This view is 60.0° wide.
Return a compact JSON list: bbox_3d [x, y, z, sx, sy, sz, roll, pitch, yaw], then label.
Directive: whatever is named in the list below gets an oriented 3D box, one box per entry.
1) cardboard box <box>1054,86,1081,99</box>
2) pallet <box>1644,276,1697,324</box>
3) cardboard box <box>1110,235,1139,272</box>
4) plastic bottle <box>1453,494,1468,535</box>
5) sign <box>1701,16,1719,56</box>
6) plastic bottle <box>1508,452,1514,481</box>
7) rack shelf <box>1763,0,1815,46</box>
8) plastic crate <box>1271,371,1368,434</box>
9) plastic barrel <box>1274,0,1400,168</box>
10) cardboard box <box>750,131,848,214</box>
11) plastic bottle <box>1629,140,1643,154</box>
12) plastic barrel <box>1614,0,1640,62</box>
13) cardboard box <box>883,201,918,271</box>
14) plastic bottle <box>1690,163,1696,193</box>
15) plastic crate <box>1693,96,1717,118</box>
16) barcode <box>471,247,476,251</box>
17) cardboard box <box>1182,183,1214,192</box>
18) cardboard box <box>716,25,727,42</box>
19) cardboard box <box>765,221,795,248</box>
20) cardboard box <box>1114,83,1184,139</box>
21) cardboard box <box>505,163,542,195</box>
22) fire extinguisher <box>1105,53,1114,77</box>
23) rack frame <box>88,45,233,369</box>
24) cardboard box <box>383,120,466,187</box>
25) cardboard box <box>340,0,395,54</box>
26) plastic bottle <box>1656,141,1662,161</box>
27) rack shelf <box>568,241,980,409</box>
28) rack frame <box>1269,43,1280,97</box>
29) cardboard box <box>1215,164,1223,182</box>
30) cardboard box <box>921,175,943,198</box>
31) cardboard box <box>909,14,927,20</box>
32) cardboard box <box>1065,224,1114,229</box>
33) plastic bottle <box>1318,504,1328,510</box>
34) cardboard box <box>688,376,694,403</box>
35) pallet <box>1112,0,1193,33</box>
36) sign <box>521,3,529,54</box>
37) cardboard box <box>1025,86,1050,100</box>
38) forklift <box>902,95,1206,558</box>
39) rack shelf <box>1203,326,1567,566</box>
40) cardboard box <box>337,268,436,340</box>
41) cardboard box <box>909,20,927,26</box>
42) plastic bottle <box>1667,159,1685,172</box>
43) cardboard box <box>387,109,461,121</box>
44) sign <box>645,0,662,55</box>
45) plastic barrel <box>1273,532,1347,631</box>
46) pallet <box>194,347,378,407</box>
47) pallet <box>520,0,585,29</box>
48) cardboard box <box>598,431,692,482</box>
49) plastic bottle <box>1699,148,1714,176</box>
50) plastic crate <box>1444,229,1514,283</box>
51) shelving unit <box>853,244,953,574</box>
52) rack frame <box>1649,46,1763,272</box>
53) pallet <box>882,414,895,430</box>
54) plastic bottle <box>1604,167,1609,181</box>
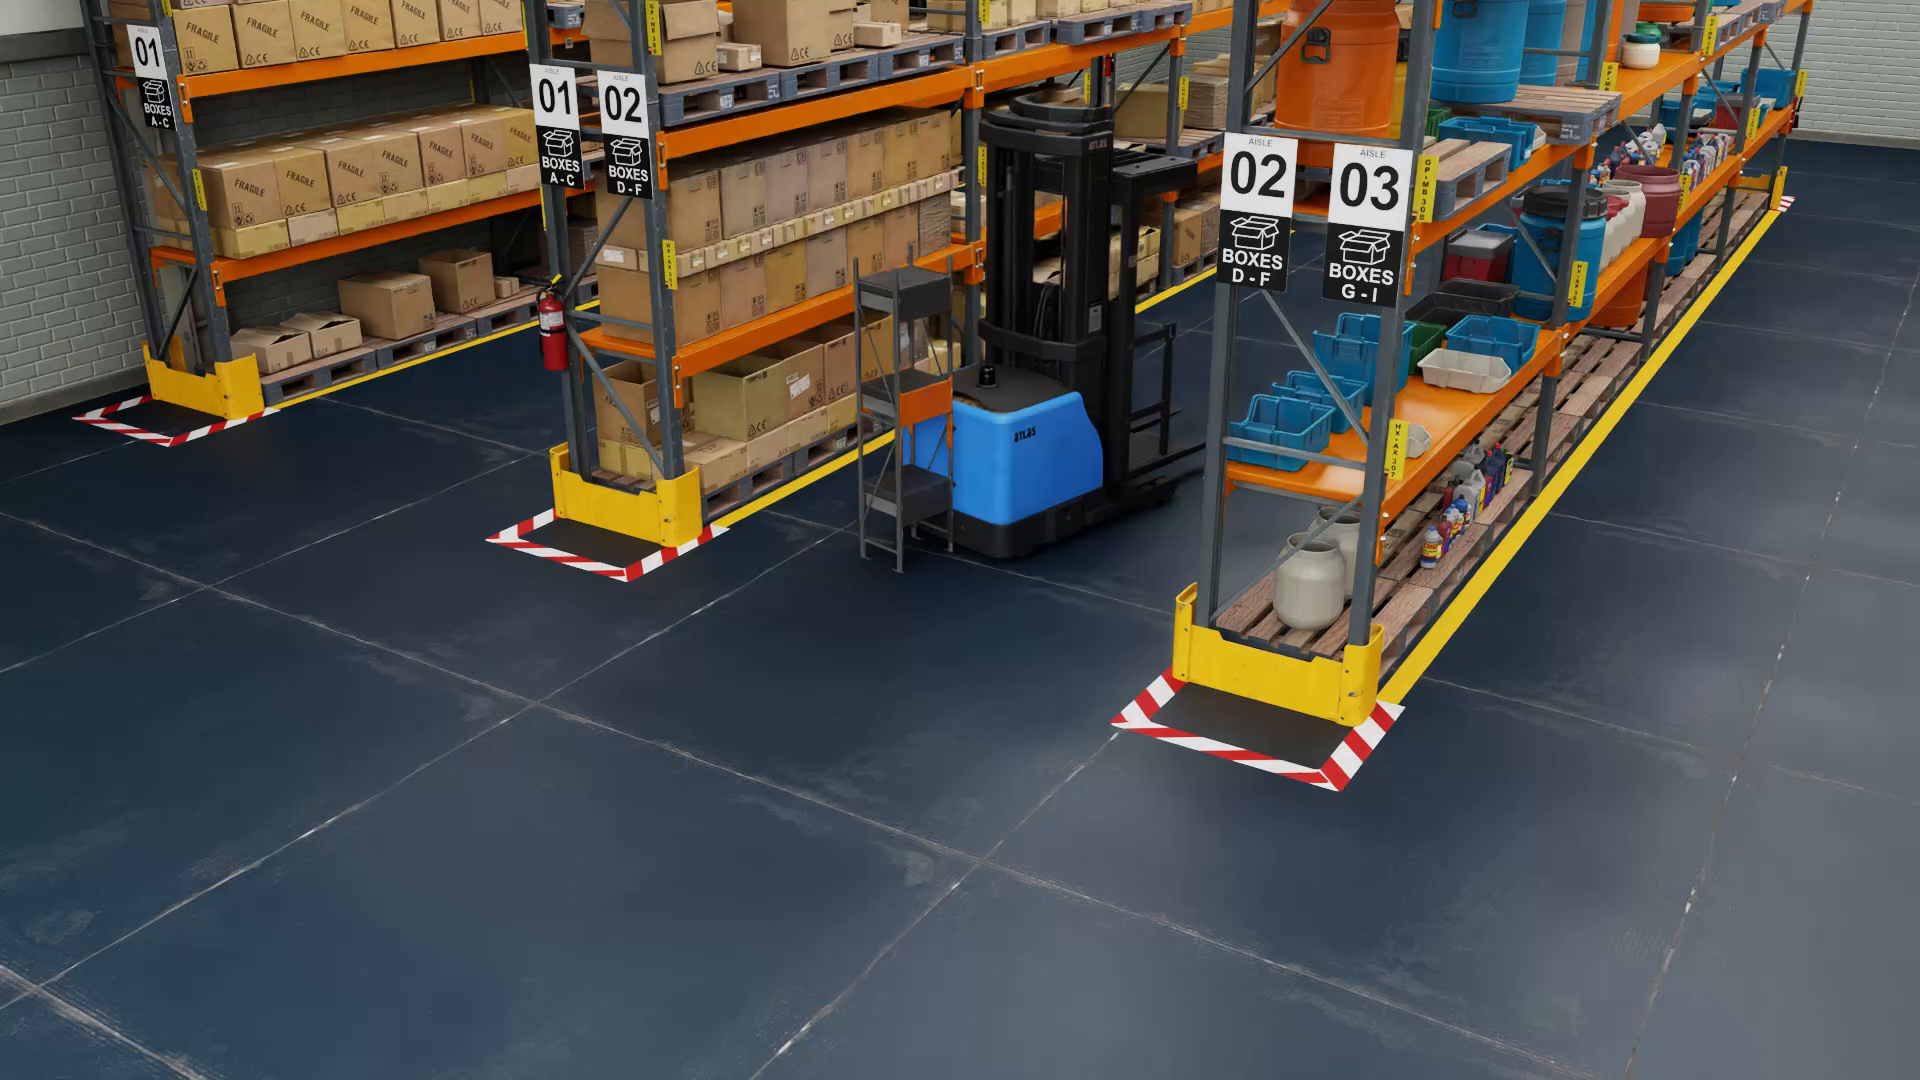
[{"bbox_3d":[1.648,-6.944,25.817,0.380,0.149,0.250,14,27,28],"label":"cardboard box"},{"bbox_3d":[7.067,-2.569,17.418,1.003,0.211,1.213,14,27,29],"label":"pallet"},{"bbox_3d":[1.500,-2.986,17.098,0.500,0.311,0.500,13,27,28],"label":"cardboard box"},{"bbox_3d":[3.384,-0.178,11.265,0.097,0.271,0.097,0,23,0],"label":"plastic bottle"},{"bbox_3d":[6.513,-4.379,14.446,0.100,0.325,0.005,14,27,29],"label":"sign"},{"bbox_3d":[4.006,-0.543,12.198,0.097,0.201,0.097,0,23,0],"label":"plastic bottle"},{"bbox_3d":[9.207,-6.235,19.507,1.077,0.370,4.000,14,27,29],"label":"rack shelf"},{"bbox_3d":[2.180,-0.845,10.113,0.499,0.251,0.408,14,27,29],"label":"plastic crate"},{"bbox_3d":[1.971,-2.420,8.721,0.600,0.830,0.708,14,27,29],"label":"plastic barrel"},{"bbox_3d":[-1.297,-2.835,12.764,0.700,0.500,0.500,14,27,29],"label":"cardboard box"},{"bbox_3d":[7.096,-4.068,17.527,0.152,0.276,0.135,14,27,29],"label":"plastic bottle"},{"bbox_3d":[5.425,-4.538,14.051,0.600,0.901,0.600,0,23,0],"label":"plastic barrel"},{"bbox_3d":[-0.775,-2.568,13.781,0.700,0.500,0.500,14,27,28],"label":"cardboard box"},{"bbox_3d":[7.193,-3.569,16.365,0.061,0.283,0.133,14,27,29],"label":"plastic bottle"},{"bbox_3d":[8.999,-5.254,20.247,0.416,0.233,0.300,14,27,29],"label":"plastic crate"},{"bbox_3d":[-4.973,-2.959,17.000,0.001,0.075,0.075,14,27,29],"label":"barcode"},{"bbox_3d":[2.675,-3.975,19.750,0.500,0.500,0.500,13,26,27],"label":"cardboard box"},{"bbox_3d":[-2.001,-3.511,11.794,0.500,0.250,0.500,14,27,29],"label":"cardboard box"},{"bbox_3d":[-1.451,-2.282,12.304,0.380,0.149,0.250,13,27,27],"label":"cardboard box"},{"bbox_3d":[2.072,-4.678,18.125,0.700,0.500,0.500,5,24,11],"label":"cardboard box"},{"bbox_3d":[-4.477,-3.607,16.469,0.500,0.250,0.500,14,27,29],"label":"cardboard box"},{"bbox_3d":[2.317,-7.687,26.299,0.296,0.674,0.183,14,27,29],"label":"fire extinguisher"},{"bbox_3d":[-6.594,-2.540,13.841,1.000,3.000,0.127,14,27,29],"label":"rack frame"},{"bbox_3d":[-5.004,-3.612,15.538,0.500,0.500,0.500,13,27,27],"label":"cardboard box"},{"bbox_3d":[-5.357,-4.567,14.597,0.500,0.500,0.500,16,28,32],"label":"cardboard box"},{"bbox_3d":[7.507,-4.203,17.932,0.097,0.201,0.097,0,23,0],"label":"plastic bottle"},{"bbox_3d":[-1.329,-1.848,13.148,1.077,0.370,4.000,14,27,29],"label":"rack shelf"},{"bbox_3d":[3.946,-5.553,20.801,1.000,3.000,0.127,14,27,29],"label":"rack frame"},{"bbox_3d":[2.956,-4.502,20.023,0.500,0.250,0.500,14,27,29],"label":"cardboard box"},{"bbox_3d":[-0.367,-2.977,13.908,0.380,0.149,0.250,13,27,28],"label":"cardboard box"},{"bbox_3d":[-0.728,-7.025,22.732,0.500,0.250,0.500,15,27,31],"label":"cardboard box"},{"bbox_3d":[1.310,-3.276,17.768,0.500,0.311,0.500,15,28,31],"label":"cardboard box"},{"bbox_3d":[2.465,-0.174,11.241,0.061,0.283,0.133,15,27,30],"label":"plastic bottle"},{"bbox_3d":[-1.839,-1.362,13.108,0.500,0.500,0.500,14,27,29],"label":"cardboard box"},{"bbox_3d":[1.554,-5.245,16.552,1.213,0.211,1.003,15,28,31],"label":"pallet"},{"bbox_3d":[-2.838,-3.368,10.963,0.100,0.325,0.005,14,27,29],"label":"sign"},{"bbox_3d":[1.191,-6.939,25.804,0.380,0.149,0.250,14,27,29],"label":"cardboard box"},{"bbox_3d":[0.967,-1.713,12.017,1.130,2.935,3.031,21,31,40],"label":"forklift"},{"bbox_3d":[2.877,-0.808,10.747,1.077,0.370,4.000,14,27,29],"label":"rack shelf"},{"bbox_3d":[-5.423,-2.239,15.738,0.700,0.500,0.500,12,26,26],"label":"cardboard box"},{"bbox_3d":[-0.571,-6.744,22.082,0.500,0.250,0.500,15,27,30],"label":"cardboard box"},{"bbox_3d":[7.164,-3.727,16.645,0.144,0.351,0.185,14,27,29],"label":"plastic bottle"},{"bbox_3d":[-5.186,-3.885,16.169,0.500,0.500,0.500,14,27,29],"label":"cardboard box"},{"bbox_3d":[-1.916,-3.198,10.387,0.100,0.325,0.005,14,27,29],"label":"sign"},{"bbox_3d":[2.105,0.247,10.006,0.421,0.512,0.421,0,23,0],"label":"plastic barrel"},{"bbox_3d":[-6.096,-1.552,15.070,1.003,0.211,1.213,14,27,29],"label":"pallet"},{"bbox_3d":[-4.068,-5.366,16.830,1.213,0.211,1.003,14,27,29],"label":"pallet"},{"bbox_3d":[-2.352,-0.677,12.470,0.500,0.250,0.500,14,27,29],"label":"cardboard box"},{"bbox_3d":[7.689,-3.917,17.179,0.152,0.276,0.135,14,27,29],"label":"plastic bottle"},{"bbox_3d":[3.928,-2.070,12.676,0.402,0.464,0.583,14,27,29],"label":"plastic crate"},{"bbox_3d":[-0.366,-0.860,11.094,0.431,2.100,0.503,21,31,40],"label":"shelving unit"},{"bbox_3d":[8.152,-4.514,18.401,1.000,3.000,0.127,14,27,29],"label":"rack frame"},{"bbox_3d":[-0.729,-1.314,14.518,1.003,0.211,1.213,14,27,29],"label":"pallet"},{"bbox_3d":[6.399,-3.608,16.560,0.097,0.201,0.097,0,23,0],"label":"plastic bottle"}]
